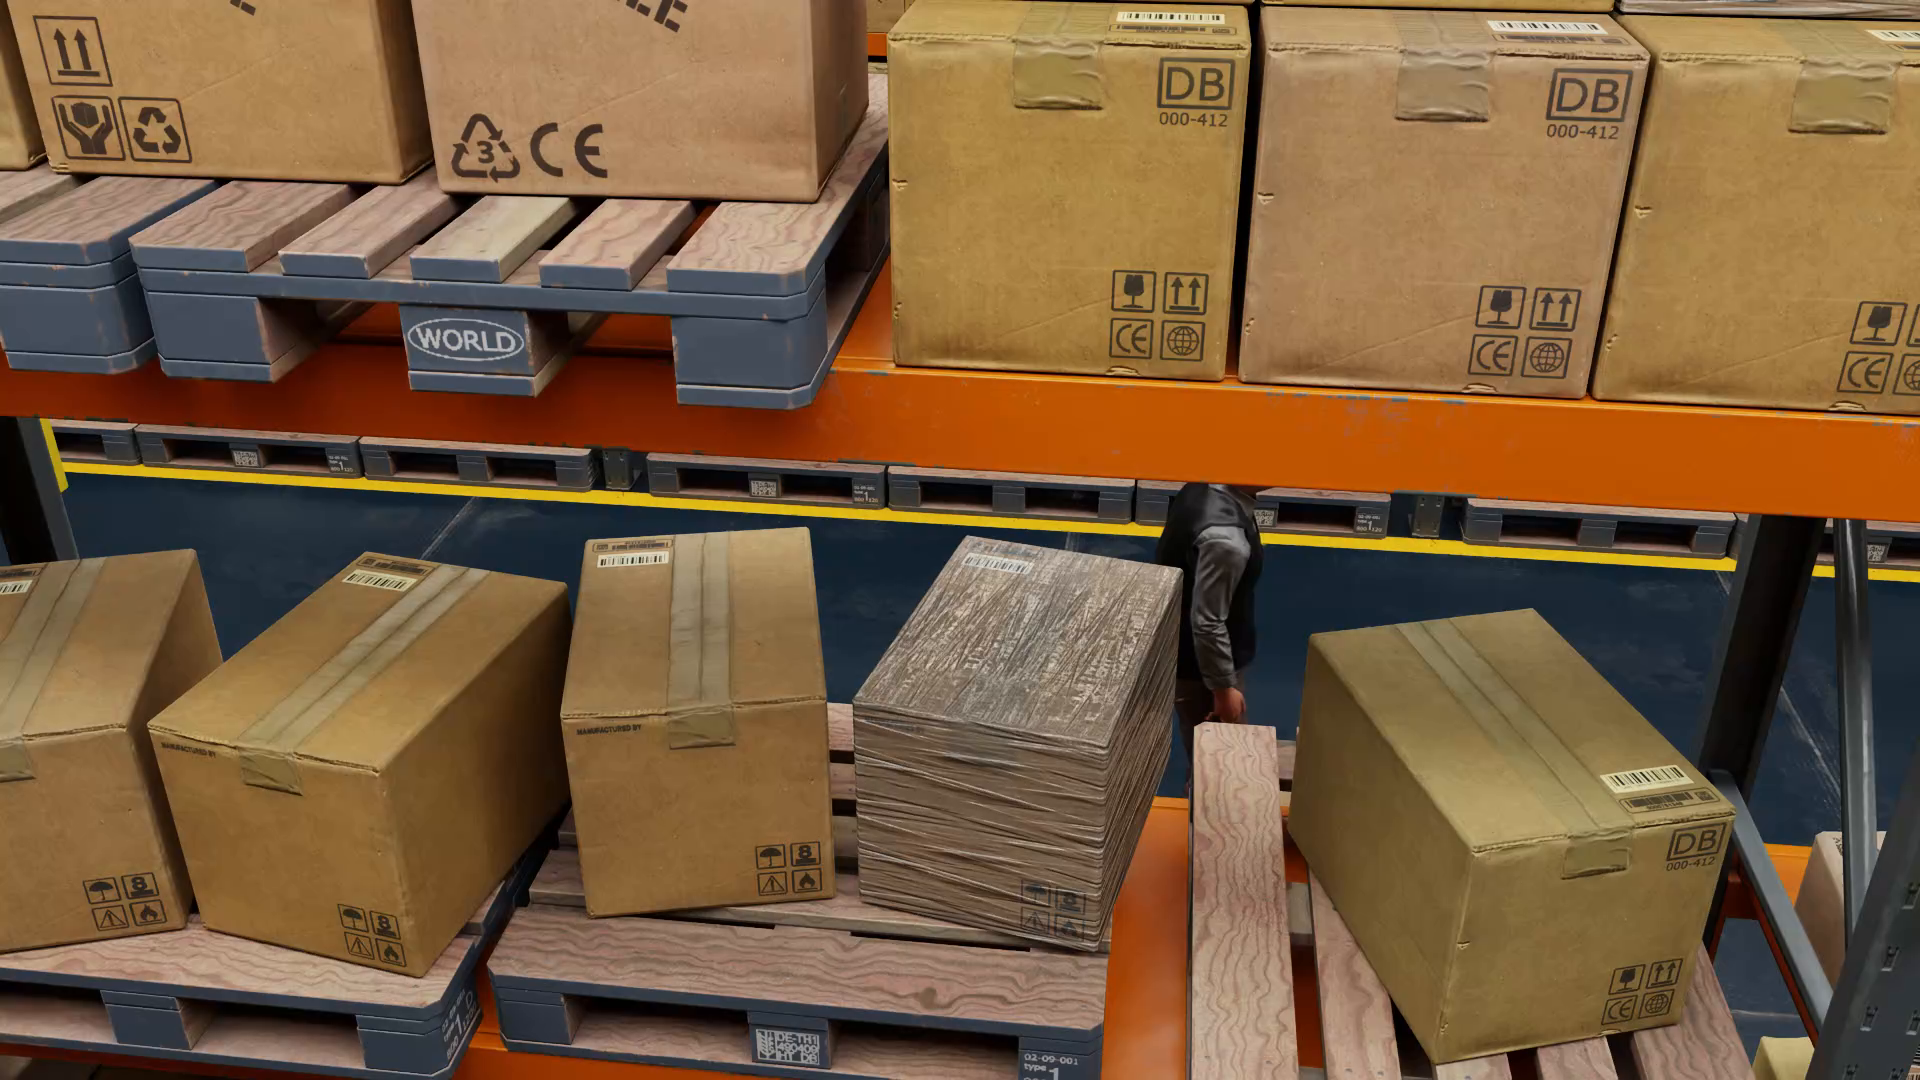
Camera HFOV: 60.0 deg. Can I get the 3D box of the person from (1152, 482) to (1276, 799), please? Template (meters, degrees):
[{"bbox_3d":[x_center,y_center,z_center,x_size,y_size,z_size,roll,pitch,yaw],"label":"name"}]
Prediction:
[{"bbox_3d":[0.834,0.383,5.433,0.463,1.721,0.581,4,28,7],"label":"person"}]
